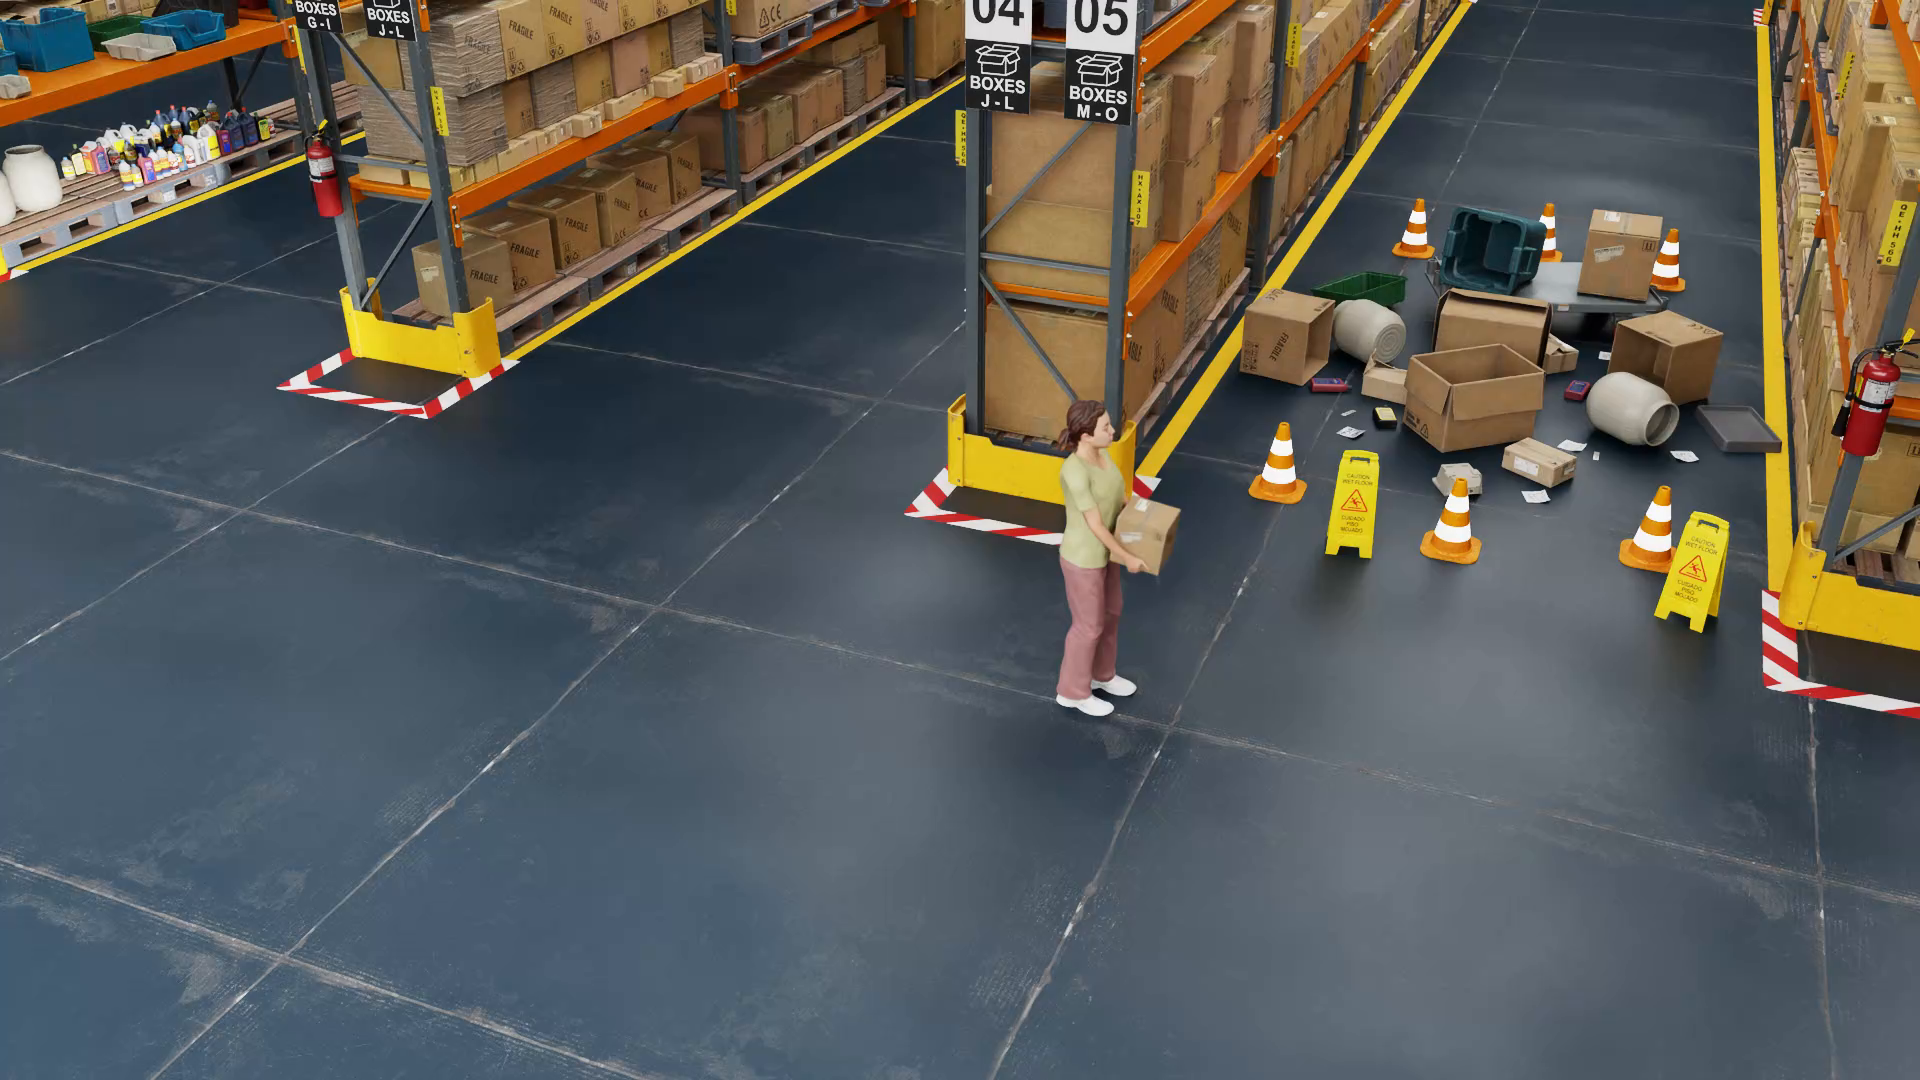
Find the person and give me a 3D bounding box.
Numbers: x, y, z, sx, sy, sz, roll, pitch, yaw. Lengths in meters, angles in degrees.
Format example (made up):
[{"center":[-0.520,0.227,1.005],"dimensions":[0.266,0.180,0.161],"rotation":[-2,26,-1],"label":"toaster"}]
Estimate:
[{"center":[0.727,0.098,8.241],"dimensions":[0.524,1.660,0.426],"rotation":[12,32,20],"label":"person"}]
